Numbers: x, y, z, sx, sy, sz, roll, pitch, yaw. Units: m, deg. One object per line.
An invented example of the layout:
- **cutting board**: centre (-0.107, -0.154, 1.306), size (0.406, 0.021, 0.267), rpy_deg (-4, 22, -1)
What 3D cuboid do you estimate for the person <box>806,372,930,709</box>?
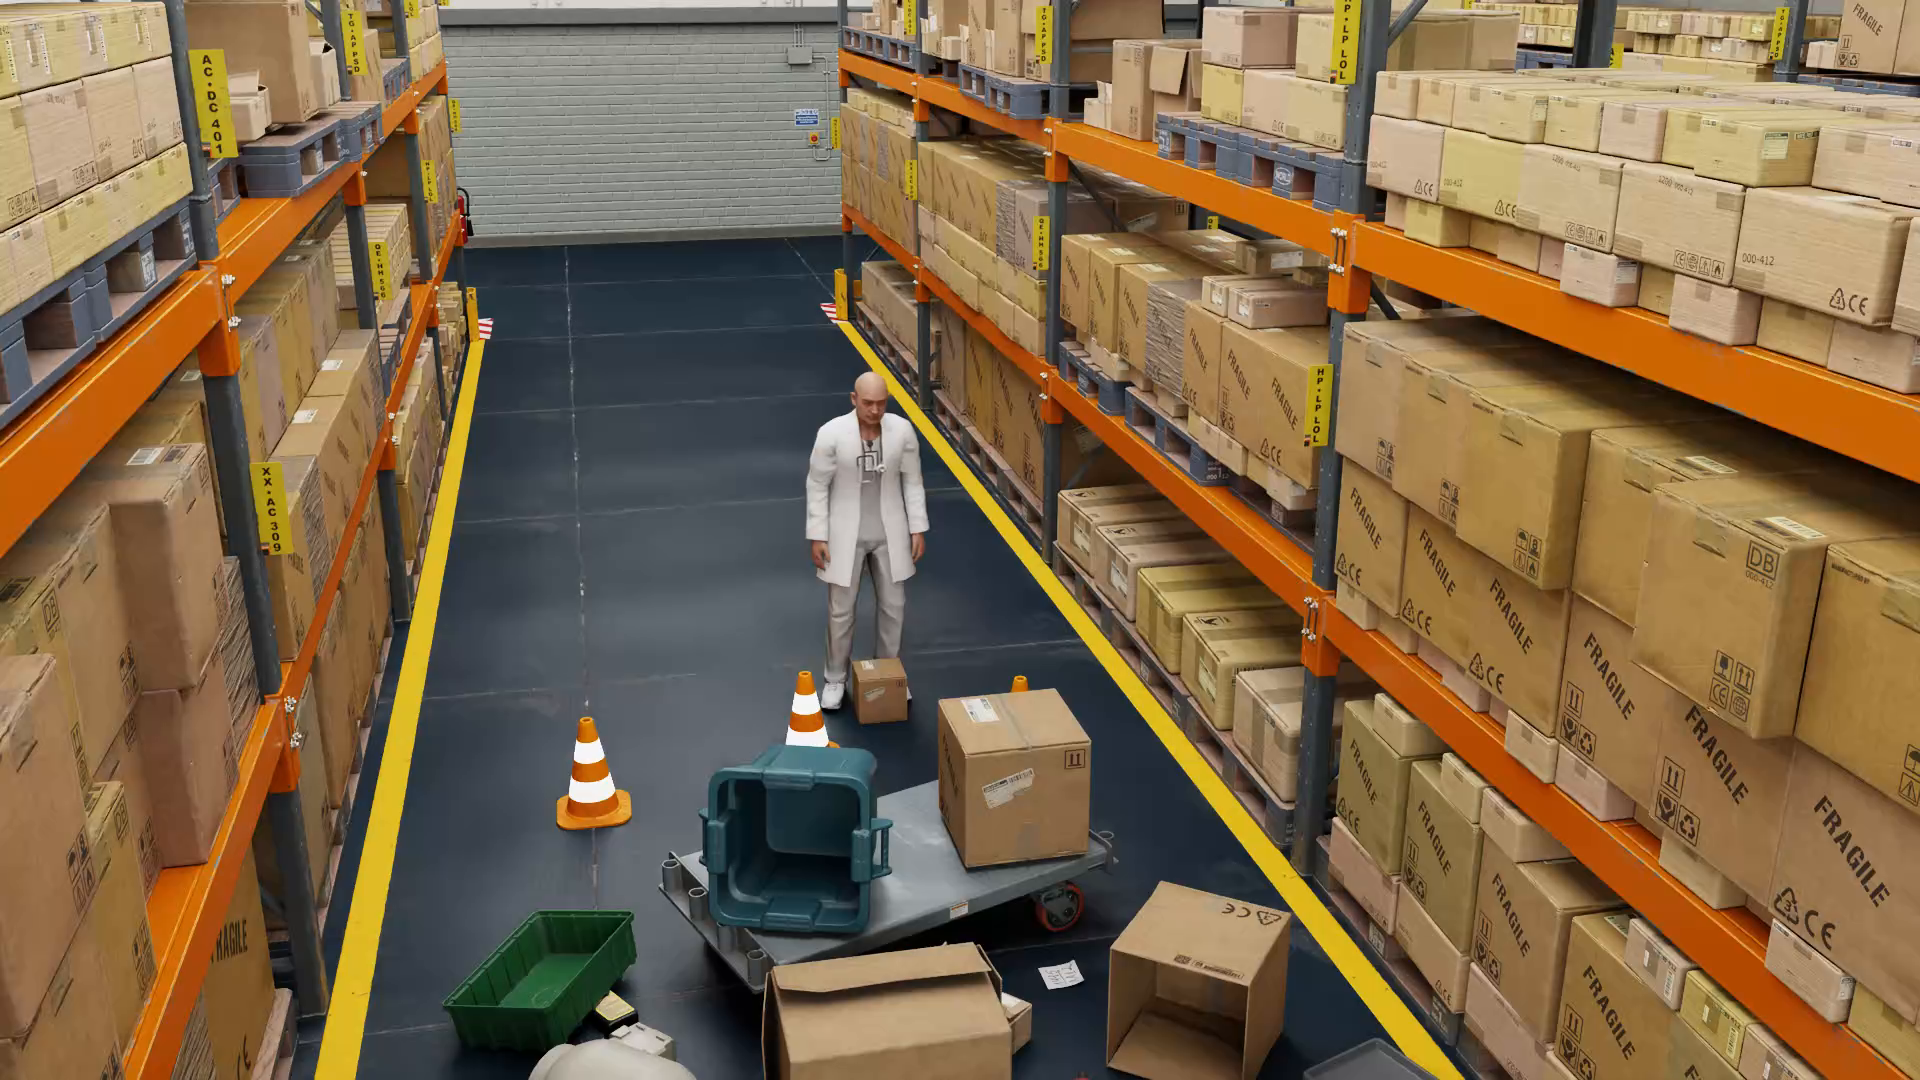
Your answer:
- **person**: centre (-0.479, -0.015, 8.634), size (0.653, 1.774, 0.416), rpy_deg (-5, 20, -14)
